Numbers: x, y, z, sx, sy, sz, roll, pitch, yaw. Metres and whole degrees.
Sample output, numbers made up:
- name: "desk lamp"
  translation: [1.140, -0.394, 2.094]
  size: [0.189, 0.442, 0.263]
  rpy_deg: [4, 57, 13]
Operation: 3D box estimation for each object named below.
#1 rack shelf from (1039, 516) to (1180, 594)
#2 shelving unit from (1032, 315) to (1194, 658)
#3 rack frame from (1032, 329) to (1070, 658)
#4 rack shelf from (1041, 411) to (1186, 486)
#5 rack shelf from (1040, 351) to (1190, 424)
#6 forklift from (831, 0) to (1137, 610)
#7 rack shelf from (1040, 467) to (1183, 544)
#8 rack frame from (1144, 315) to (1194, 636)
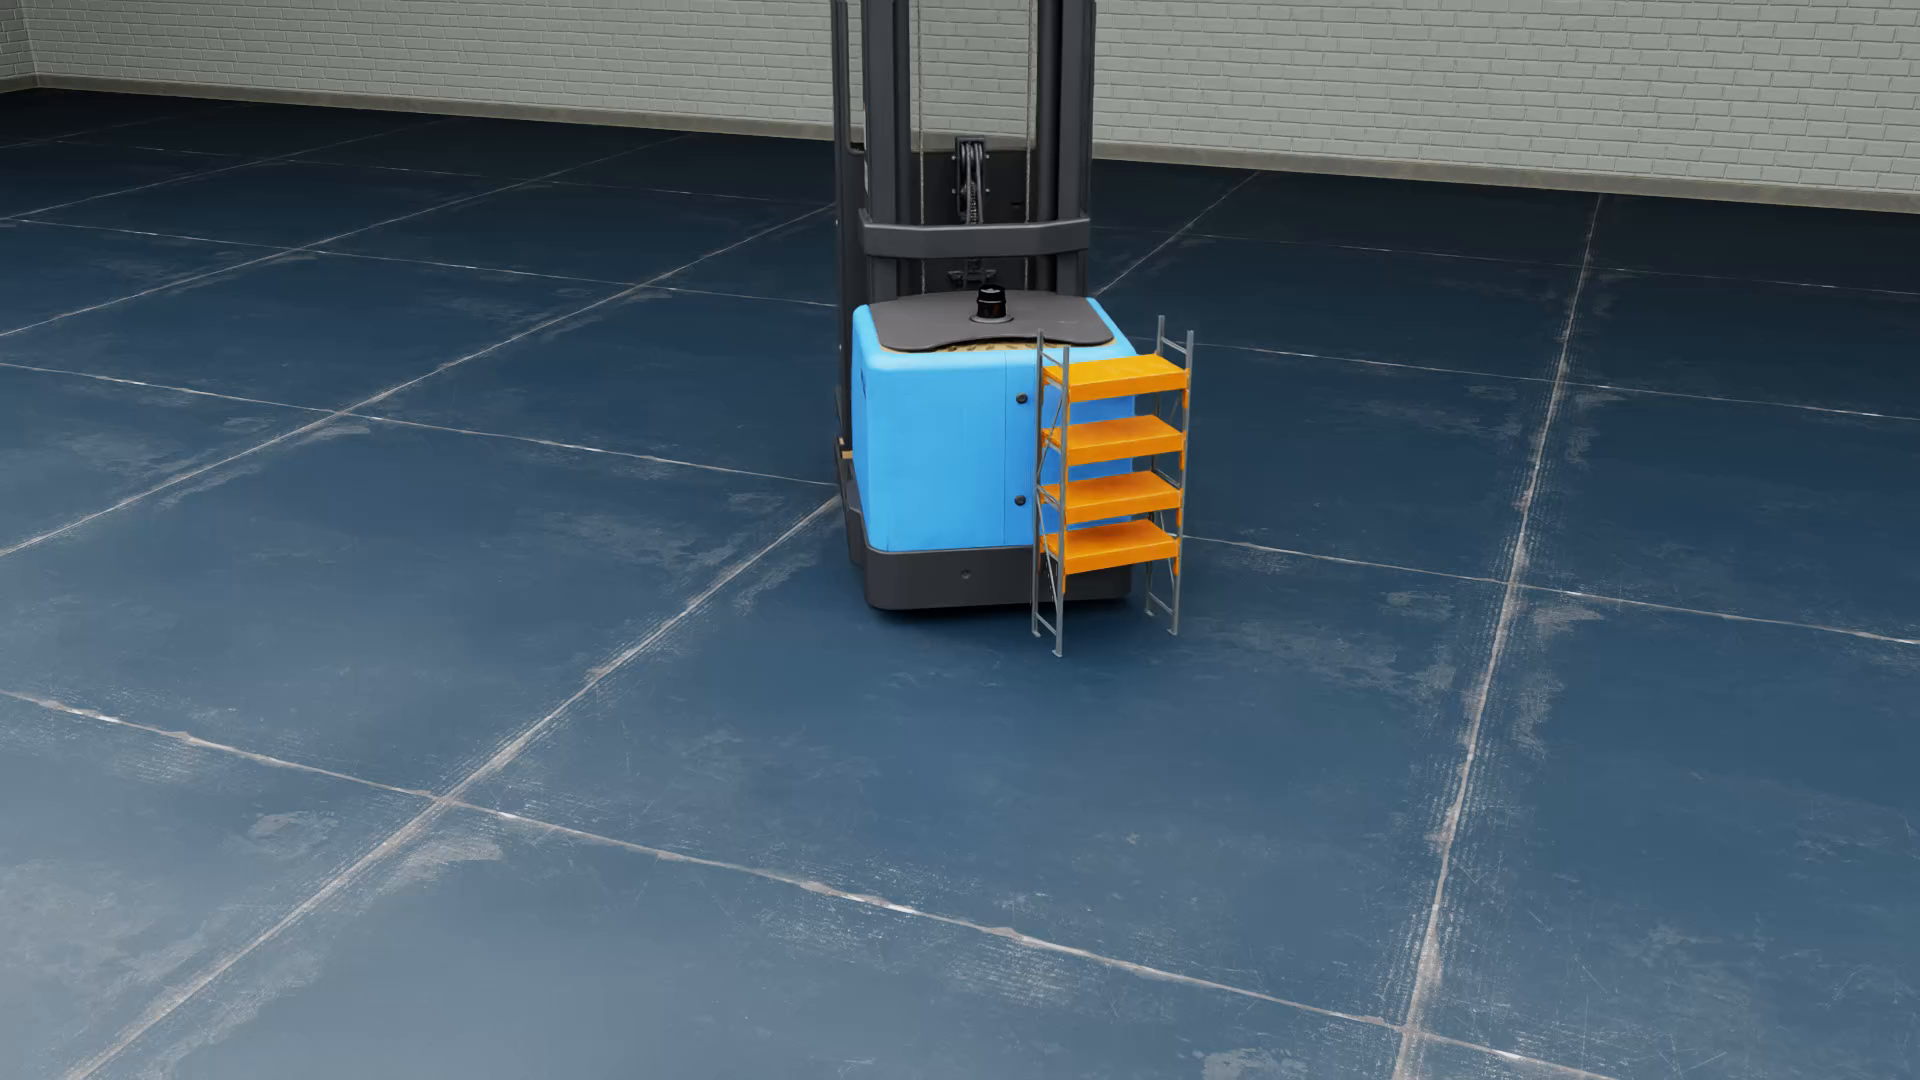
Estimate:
- name: "rack shelf"
  translation: [0.554, 0.052, 6.258]
  size: [0.480, 0.148, 0.258]
  rpy_deg: [-9, 24, -20]
- name: "shelving unit"
  translation: [0.554, -0.193, 6.156]
  size: [0.503, 1.200, 0.258]
  rpy_deg: [-9, 24, -20]
- name: "rack frame"
  translation: [0.327, -0.158, 6.072]
  size: [0.015, 1.200, 0.240]
  rpy_deg: [-9, 24, -20]
- name: "rack shelf"
  translation: [0.554, -0.338, 6.096]
  size: [0.480, 0.148, 0.258]
  rpy_deg: [-9, 24, -20]
- name: "rack shelf"
  translation: [0.554, -0.556, 6.004]
  size: [0.480, 0.148, 0.258]
  rpy_deg: [-9, 24, -20]
- name: "forklift"
  translation: [-0.016, -1.615, 7.313]
  size: [1.130, 2.935, 3.031]
  rpy_deg: [-3, 23, -7]
- name: "rack shelf"
  translation: [0.554, -0.131, 6.182]
  size: [0.480, 0.148, 0.258]
  rpy_deg: [-9, 24, -20]
- name: "rack frame"
  translation: [0.780, -0.228, 6.239]
  size: [0.015, 1.200, 0.240]
  rpy_deg: [-9, 24, -20]
